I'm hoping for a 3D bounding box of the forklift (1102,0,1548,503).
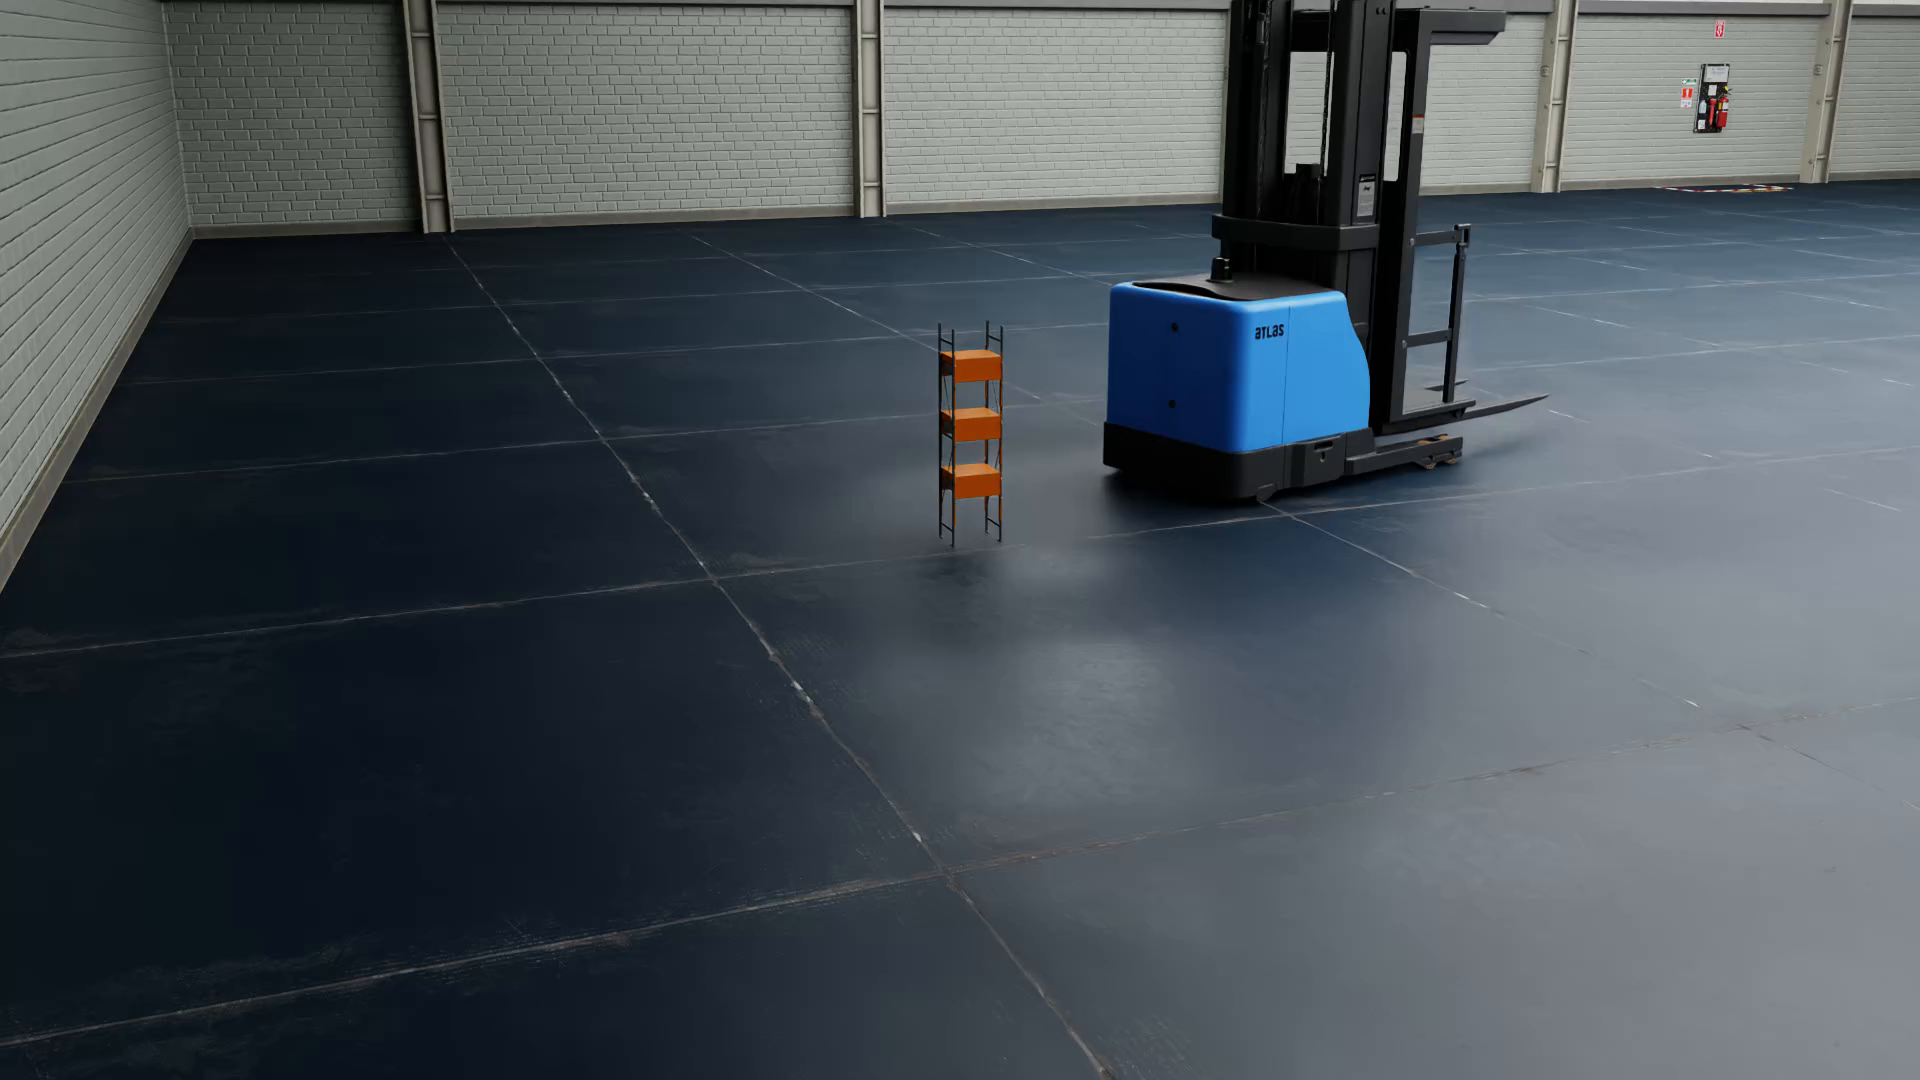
[{"bbox_3d":[2.272,-1.913,9.410,3.031,2.935,1.130,-12,20,-36],"label":"forklift"}]

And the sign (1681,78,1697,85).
[{"bbox_3d":[12.641,-7.944,28.822,0.331,0.109,0.001,-6,17,-20],"label":"sign"}]

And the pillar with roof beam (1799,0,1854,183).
[{"bbox_3d":[17.049,-9.688,25.117,0.400,9.000,9.100,-6,17,-20],"label":"pillar with roof beam"}]

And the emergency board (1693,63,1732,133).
[{"bbox_3d":[13.187,-7.703,29.005,0.643,1.169,0.194,-6,17,-20],"label":"emergency board"}]

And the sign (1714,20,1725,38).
[{"bbox_3d":[13.144,-8.840,28.765,0.199,0.298,0.001,-6,17,-20],"label":"sign"}]

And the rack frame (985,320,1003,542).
[{"bbox_3d":[0.164,-0.521,8.011,0.008,1.050,0.200,-6,17,-20],"label":"rack frame"}]

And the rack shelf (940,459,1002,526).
[{"bbox_3d":[0.050,-0.232,8.050,0.240,0.259,0.215,-6,17,-20],"label":"rack shelf"}]

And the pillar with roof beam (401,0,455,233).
[{"bbox_3d":[-5.362,-7.268,16.877,0.400,9.000,9.100,-6,17,-20],"label":"pillar with roof beam"}]

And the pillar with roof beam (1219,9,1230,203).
[{"bbox_3d":[5.843,-8.478,20.997,0.400,9.000,9.100,-6,17,-20],"label":"pillar with roof beam"}]

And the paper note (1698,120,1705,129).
[{"bbox_3d":[12.997,-7.280,29.130,0.142,0.148,0.016,-6,17,-20],"label":"paper note"}]

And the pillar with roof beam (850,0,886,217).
[{"bbox_3d":[0.241,-7.873,18.937,0.400,9.000,9.100,-6,17,-20],"label":"pillar with roof beam"}]

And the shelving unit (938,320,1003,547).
[{"bbox_3d":[0.050,-0.509,7.969,0.252,1.050,0.215,-6,17,-20],"label":"shelving unit"}]

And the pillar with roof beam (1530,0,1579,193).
[{"bbox_3d":[11.446,-9.083,23.057,0.400,9.000,9.100,-6,17,-20],"label":"pillar with roof beam"}]

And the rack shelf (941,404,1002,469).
[{"bbox_3d":[0.050,-0.499,7.972,0.240,0.259,0.215,-6,17,-20],"label":"rack shelf"}]

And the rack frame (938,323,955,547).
[{"bbox_3d":[-0.064,-0.497,7.927,0.008,1.050,0.200,-6,17,-20],"label":"rack frame"}]

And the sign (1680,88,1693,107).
[{"bbox_3d":[12.634,-7.691,28.903,0.234,0.329,0.001,-6,17,-20],"label":"sign"}]

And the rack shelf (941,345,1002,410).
[{"bbox_3d":[0.050,-0.771,7.892,0.240,0.259,0.215,-6,17,-20],"label":"rack shelf"}]
